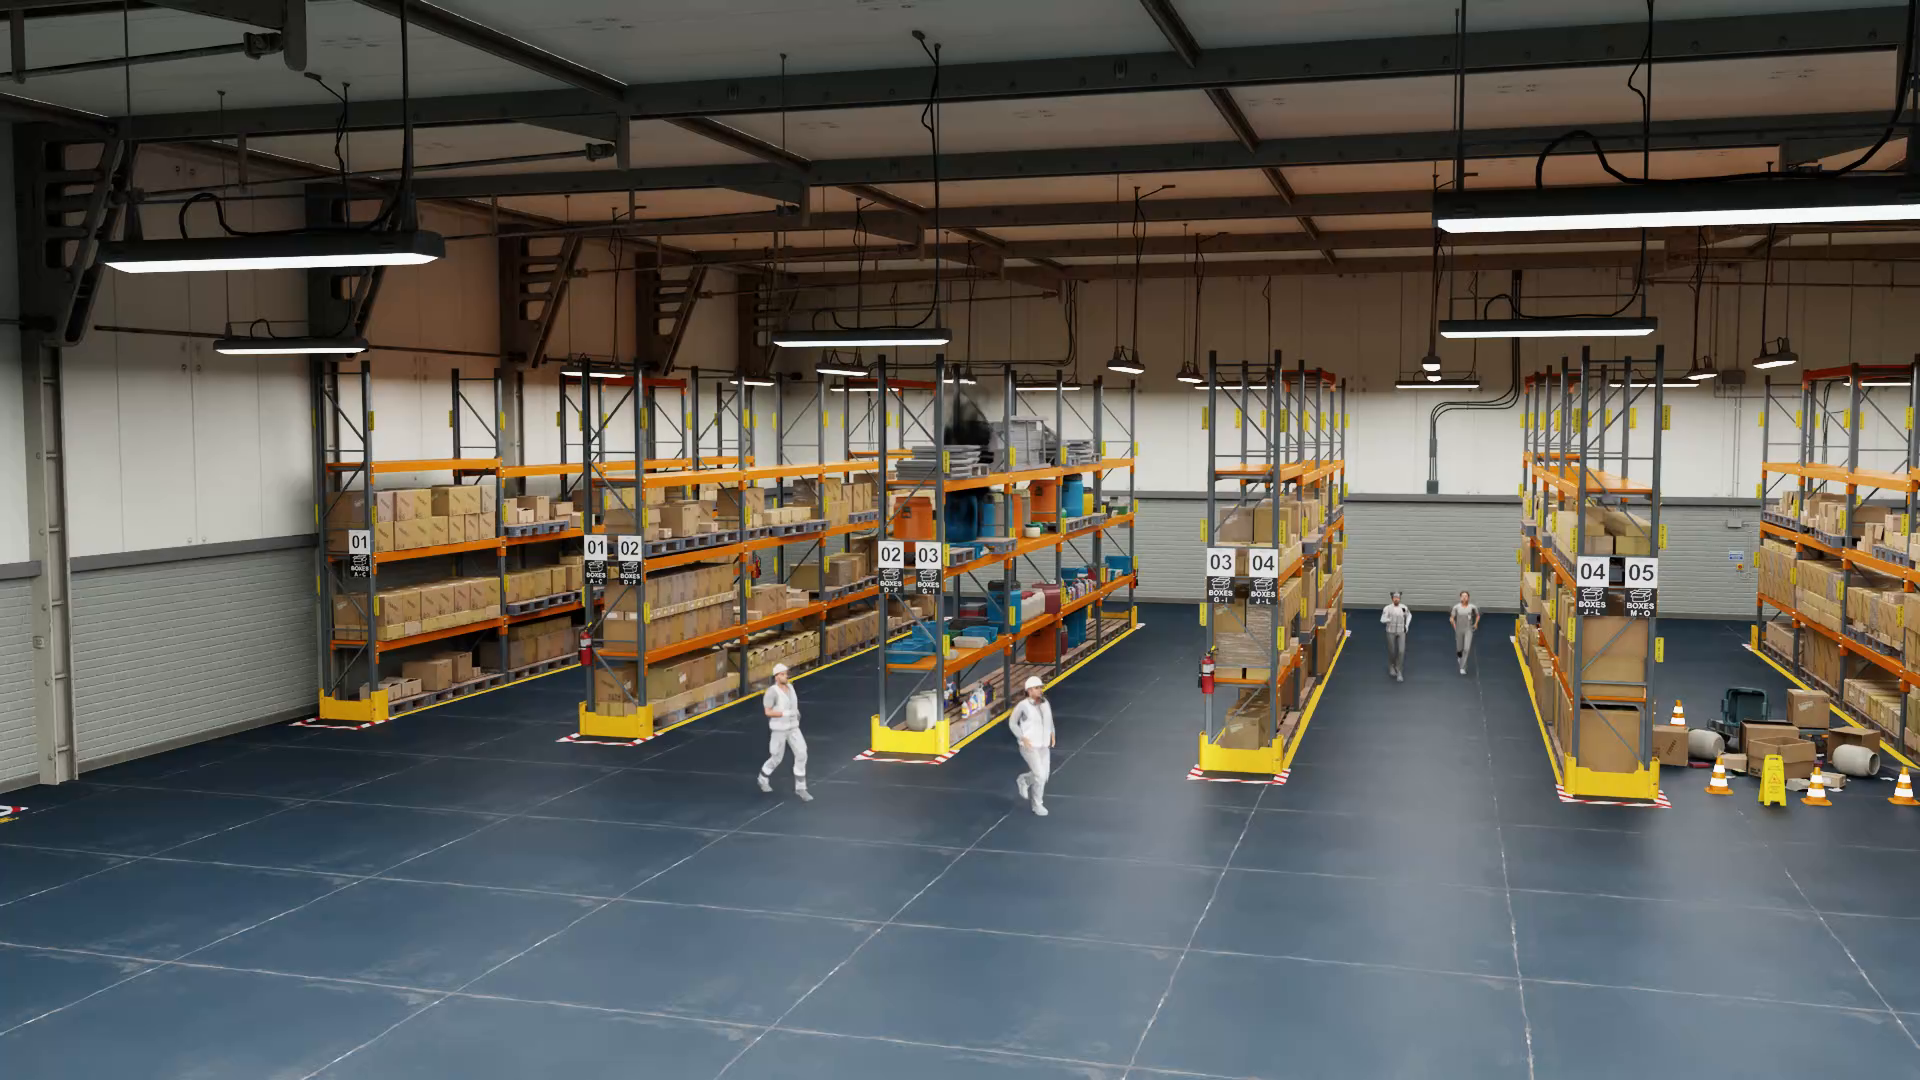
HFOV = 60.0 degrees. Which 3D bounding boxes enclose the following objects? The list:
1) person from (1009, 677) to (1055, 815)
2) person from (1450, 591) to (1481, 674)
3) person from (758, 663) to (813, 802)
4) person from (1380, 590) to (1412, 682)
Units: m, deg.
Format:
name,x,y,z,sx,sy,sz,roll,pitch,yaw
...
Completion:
name,x,y,z,sx,sy,sz,roll,pitch,yaw
person,0.918,2.615,21.386,0.681,1.744,0.713,-3,5,-38
person,10.071,1.828,33.160,0.580,1.632,0.791,1,4,17
person,-2.321,2.534,22.066,0.908,1.801,0.667,4,6,44
person,8.468,1.833,32.295,0.600,1.730,0.785,1,4,11
